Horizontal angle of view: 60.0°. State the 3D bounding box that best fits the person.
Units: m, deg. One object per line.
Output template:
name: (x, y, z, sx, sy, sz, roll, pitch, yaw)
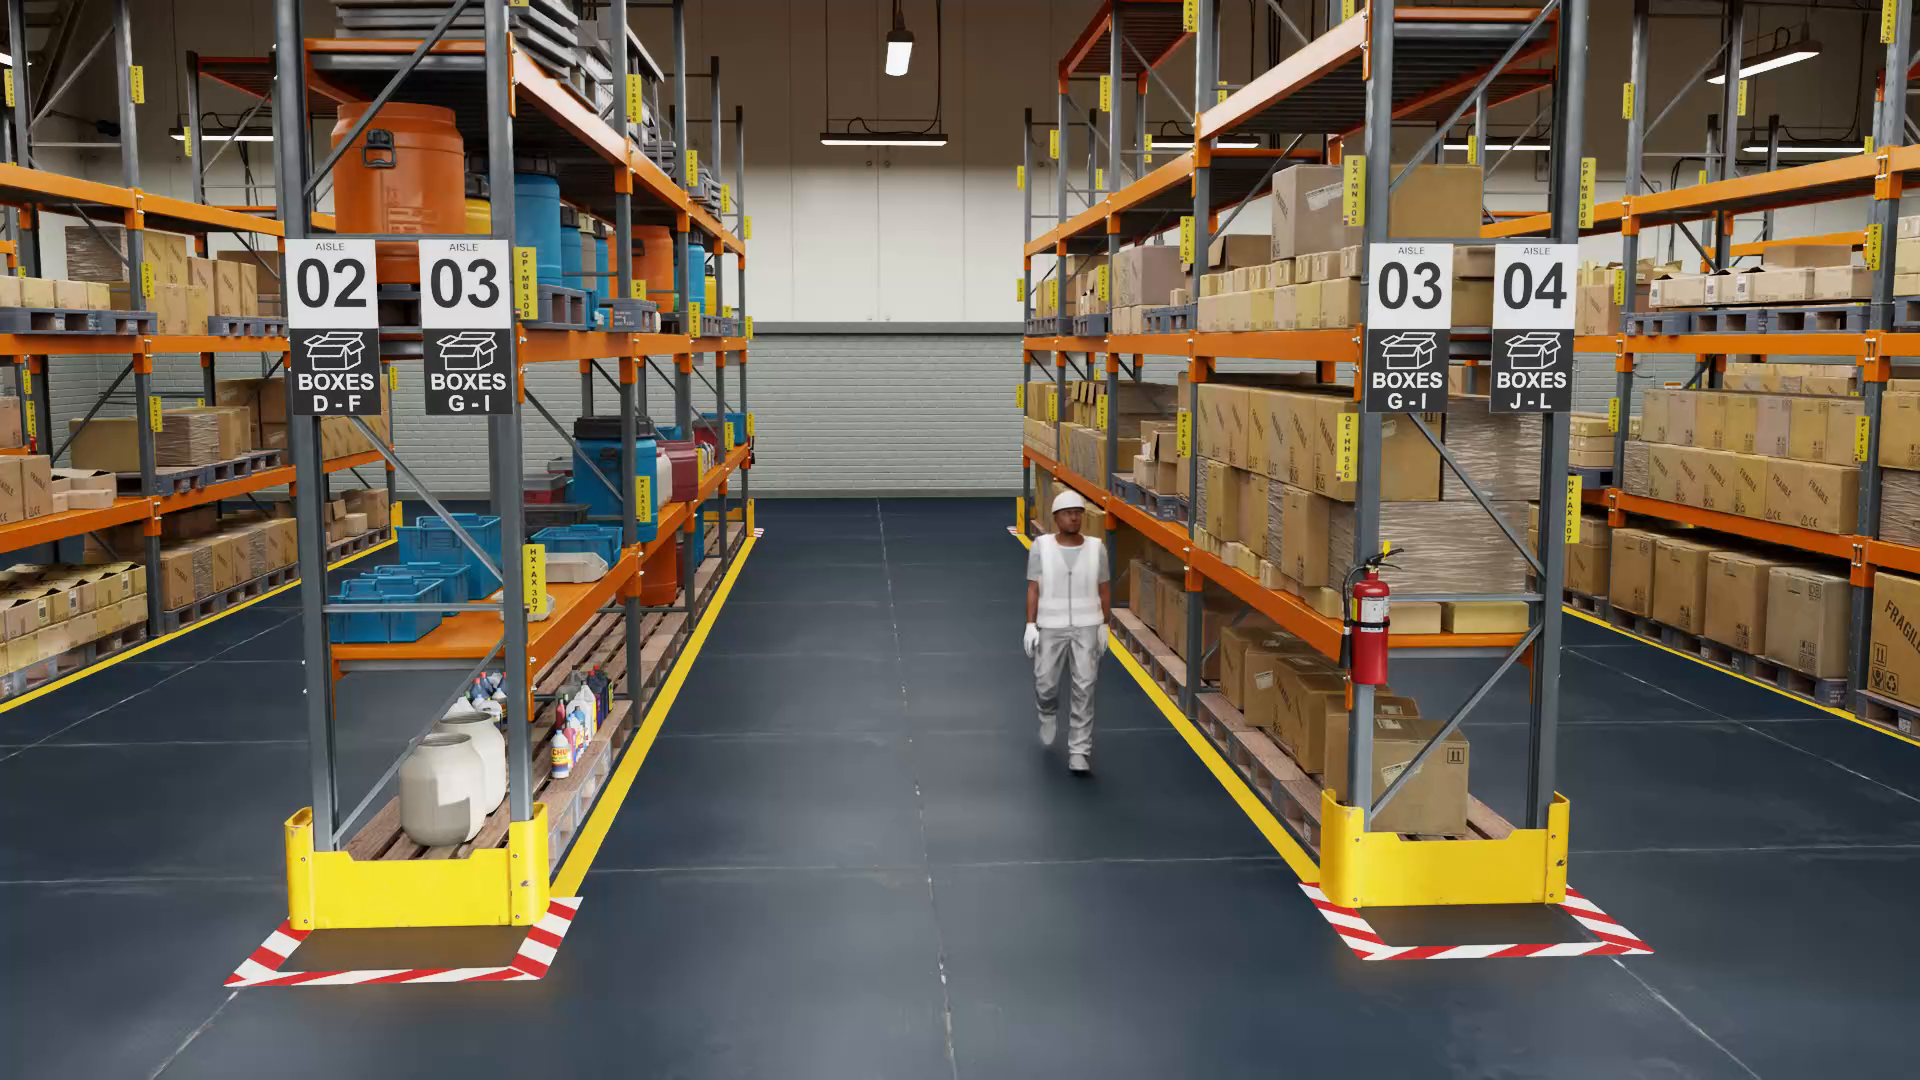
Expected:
person: (0.692, 0.566, 10.716, 0.564, 1.770, 0.624, 0, 7, 0)
